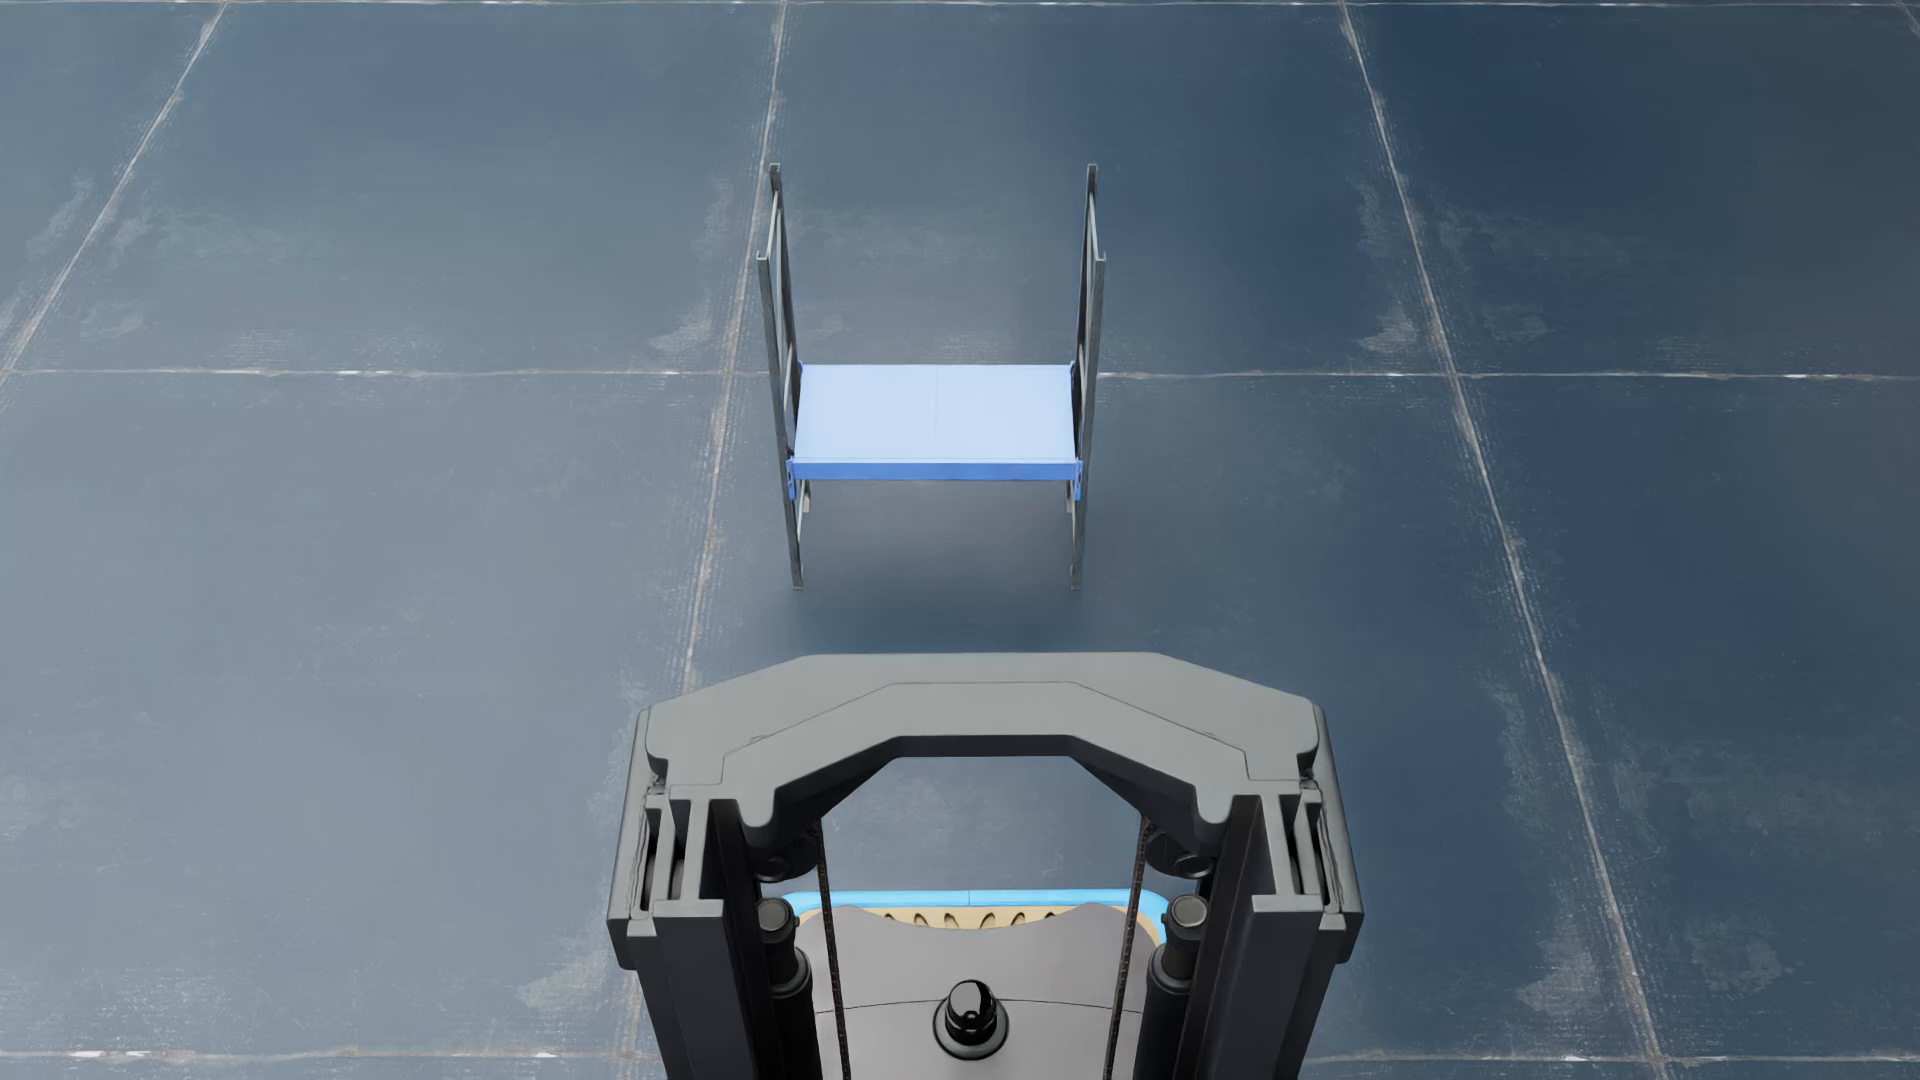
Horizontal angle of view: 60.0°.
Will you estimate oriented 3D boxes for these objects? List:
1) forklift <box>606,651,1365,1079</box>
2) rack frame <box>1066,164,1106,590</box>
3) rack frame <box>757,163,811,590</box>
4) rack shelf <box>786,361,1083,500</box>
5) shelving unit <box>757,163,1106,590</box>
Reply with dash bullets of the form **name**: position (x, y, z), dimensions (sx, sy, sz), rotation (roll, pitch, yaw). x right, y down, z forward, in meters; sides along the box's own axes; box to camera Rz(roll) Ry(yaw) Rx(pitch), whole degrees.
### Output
- **forklift**: position (0.035, 1.659, 2.704), dimensions (1.130, 2.935, 3.031), rotation (0, 47, 0)
- **rack frame**: position (0.423, -0.510, 5.700), dimensions (0.032, 1.500, 0.500), rotation (0, 47, 0)
- **rack frame**: position (-0.594, -0.513, 5.703), dimensions (0.032, 1.500, 0.500), rotation (0, 47, 0)
- **rack shelf**: position (-0.085, -0.389, 5.833), dimensions (1.000, 0.185, 0.538), rotation (0, 47, 0)
- **shelving unit**: position (-0.085, -0.511, 5.701), dimensions (1.048, 1.500, 0.538), rotation (0, 47, 0)
